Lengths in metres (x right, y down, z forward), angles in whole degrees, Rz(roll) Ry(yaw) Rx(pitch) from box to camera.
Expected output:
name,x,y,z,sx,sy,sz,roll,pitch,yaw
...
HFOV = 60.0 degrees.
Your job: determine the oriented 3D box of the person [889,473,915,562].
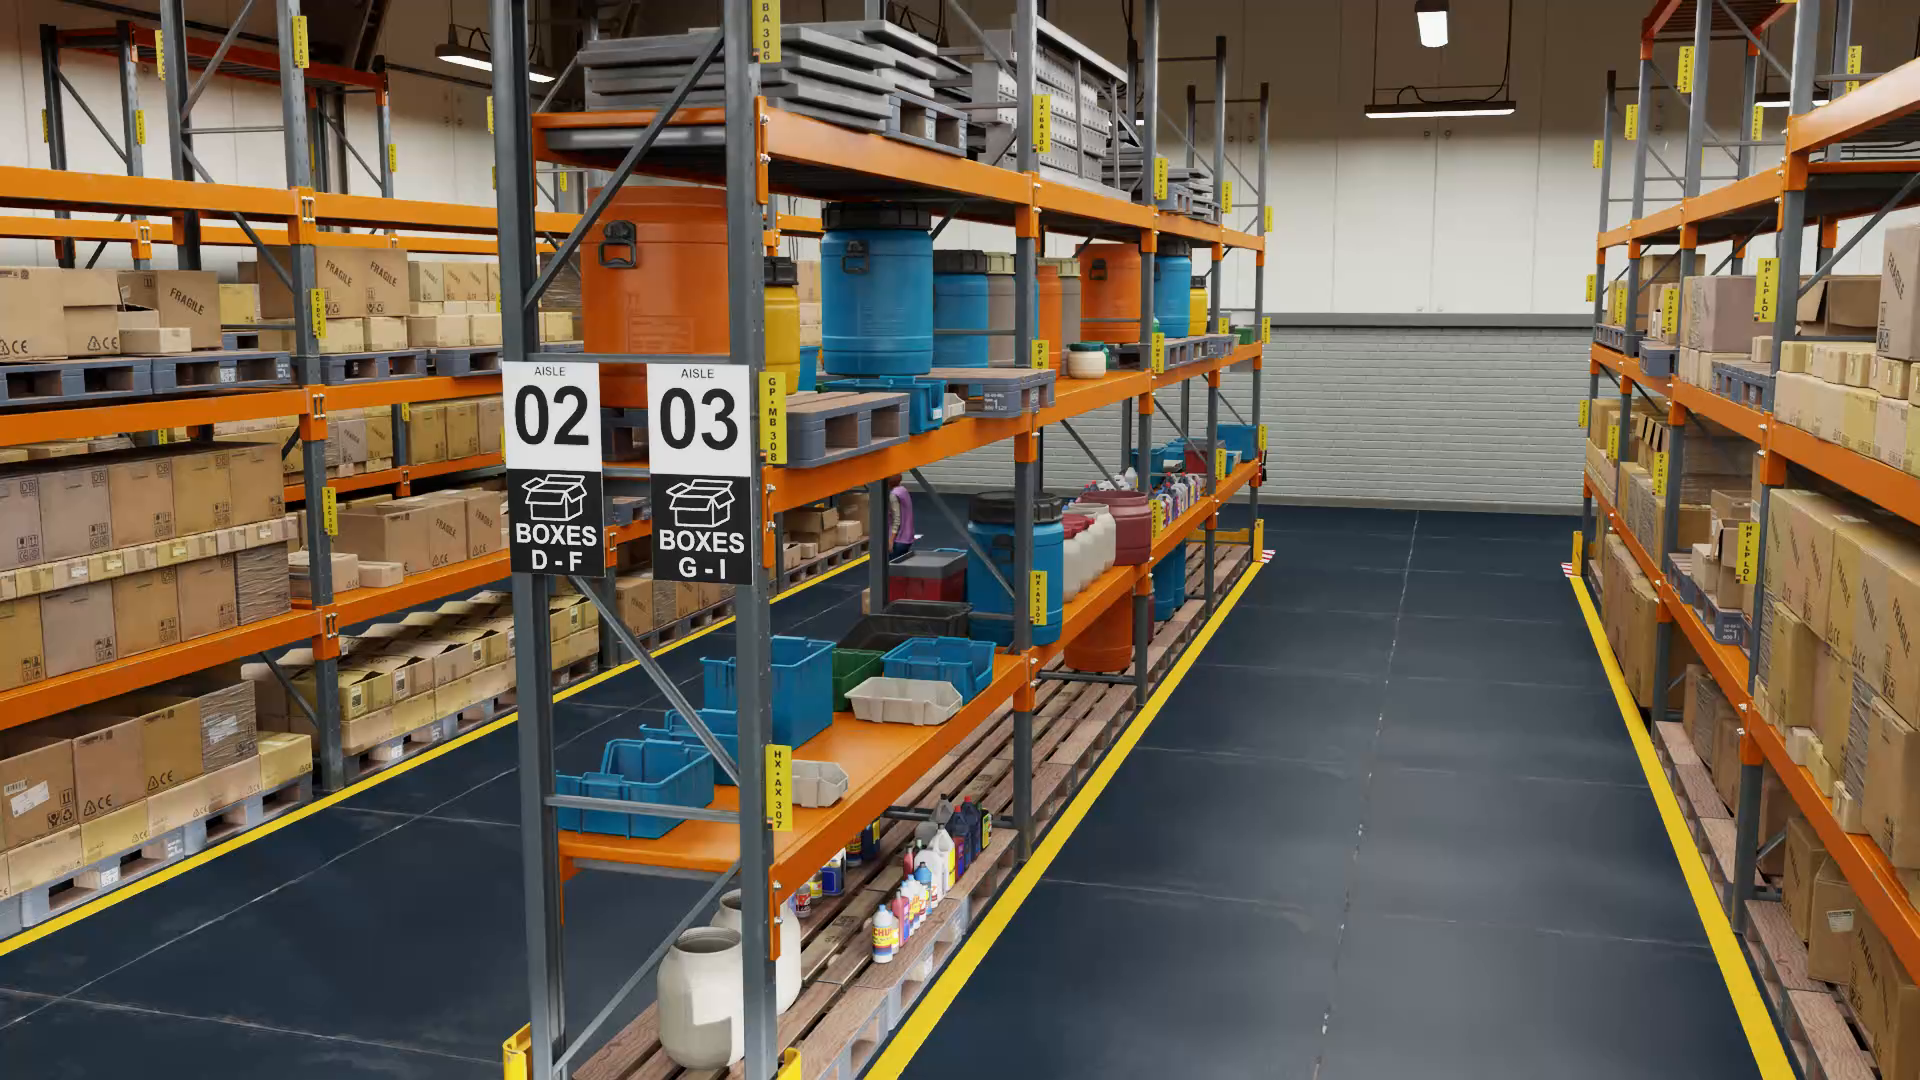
name,x,y,z,sx,sy,sz,roll,pitch,yaw
person,-0.665,0.009,17.827,0.345,1.591,0.478,2,9,13
